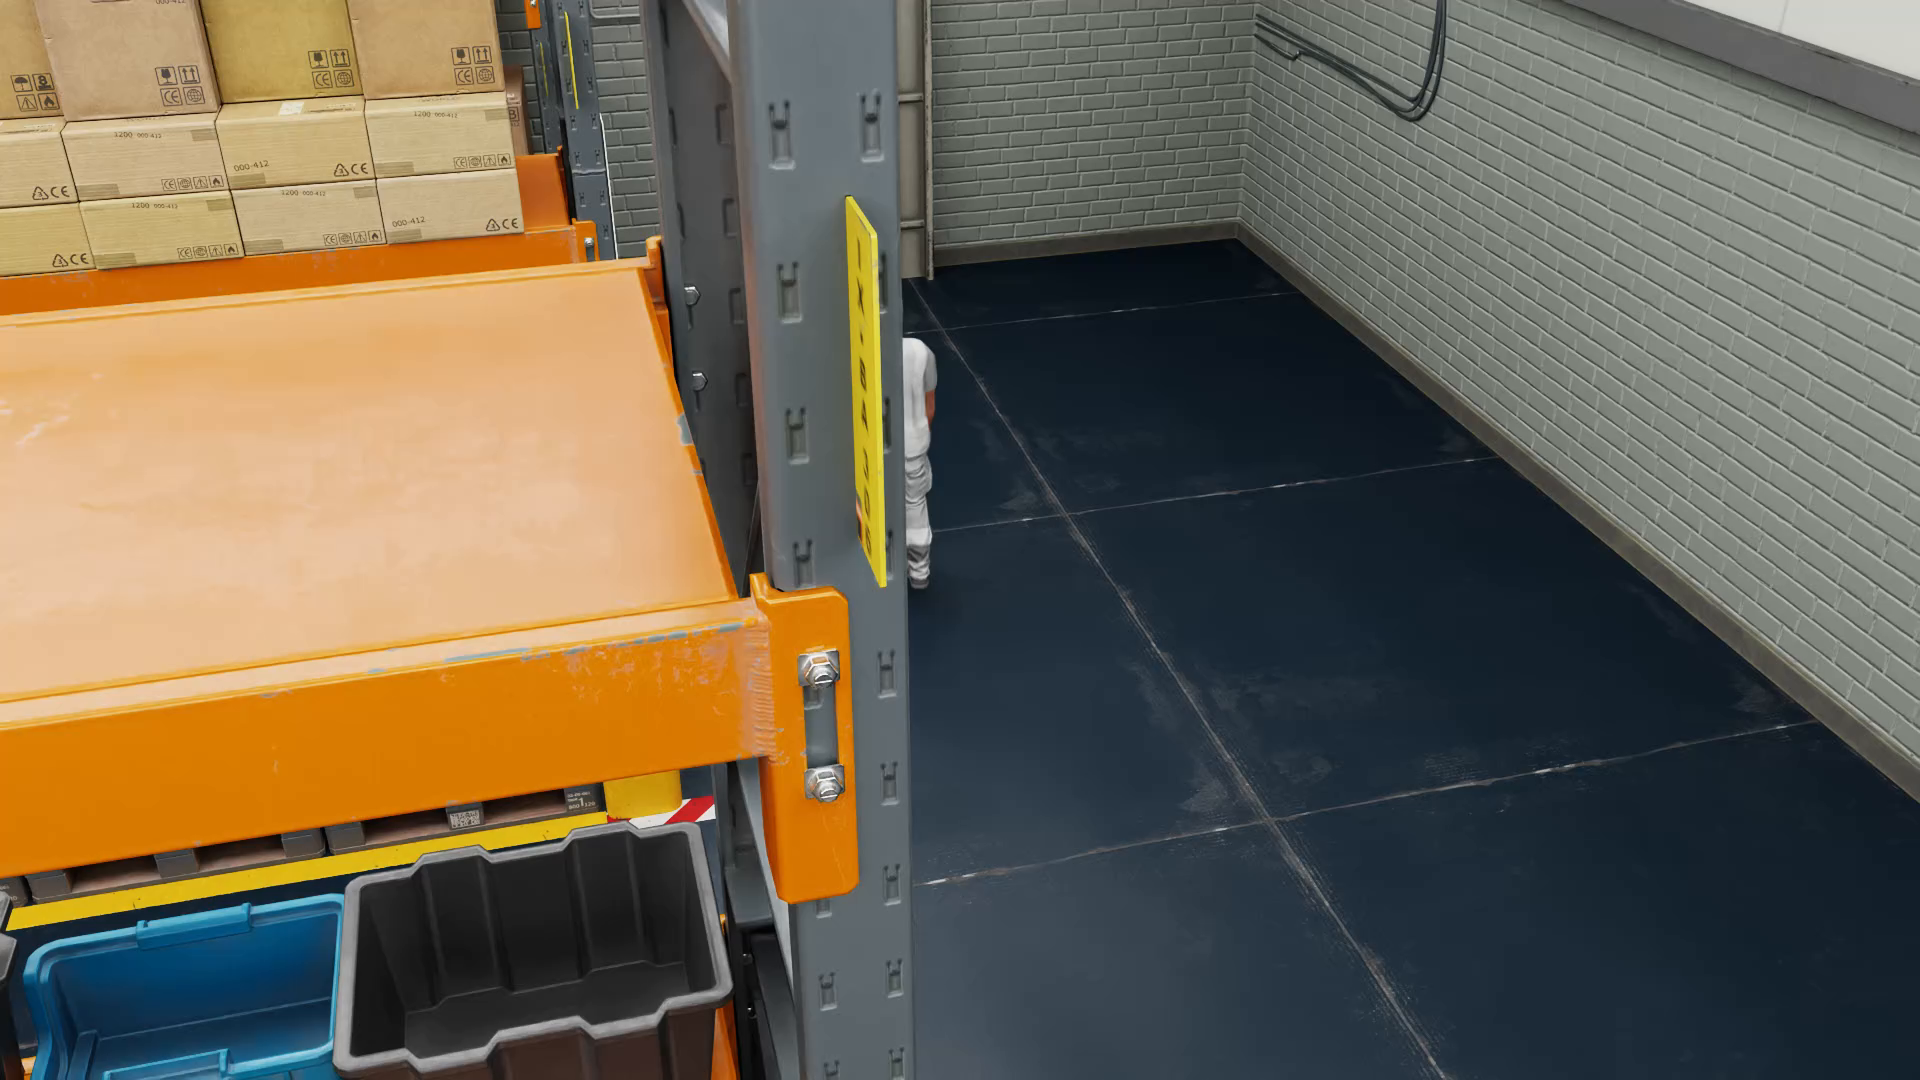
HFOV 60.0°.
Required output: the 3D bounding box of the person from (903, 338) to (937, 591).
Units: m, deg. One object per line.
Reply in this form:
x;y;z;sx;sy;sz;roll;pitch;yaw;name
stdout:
-0.400;-0.518;9.050;0.541;1.743;0.443;-7;31;-12;person
